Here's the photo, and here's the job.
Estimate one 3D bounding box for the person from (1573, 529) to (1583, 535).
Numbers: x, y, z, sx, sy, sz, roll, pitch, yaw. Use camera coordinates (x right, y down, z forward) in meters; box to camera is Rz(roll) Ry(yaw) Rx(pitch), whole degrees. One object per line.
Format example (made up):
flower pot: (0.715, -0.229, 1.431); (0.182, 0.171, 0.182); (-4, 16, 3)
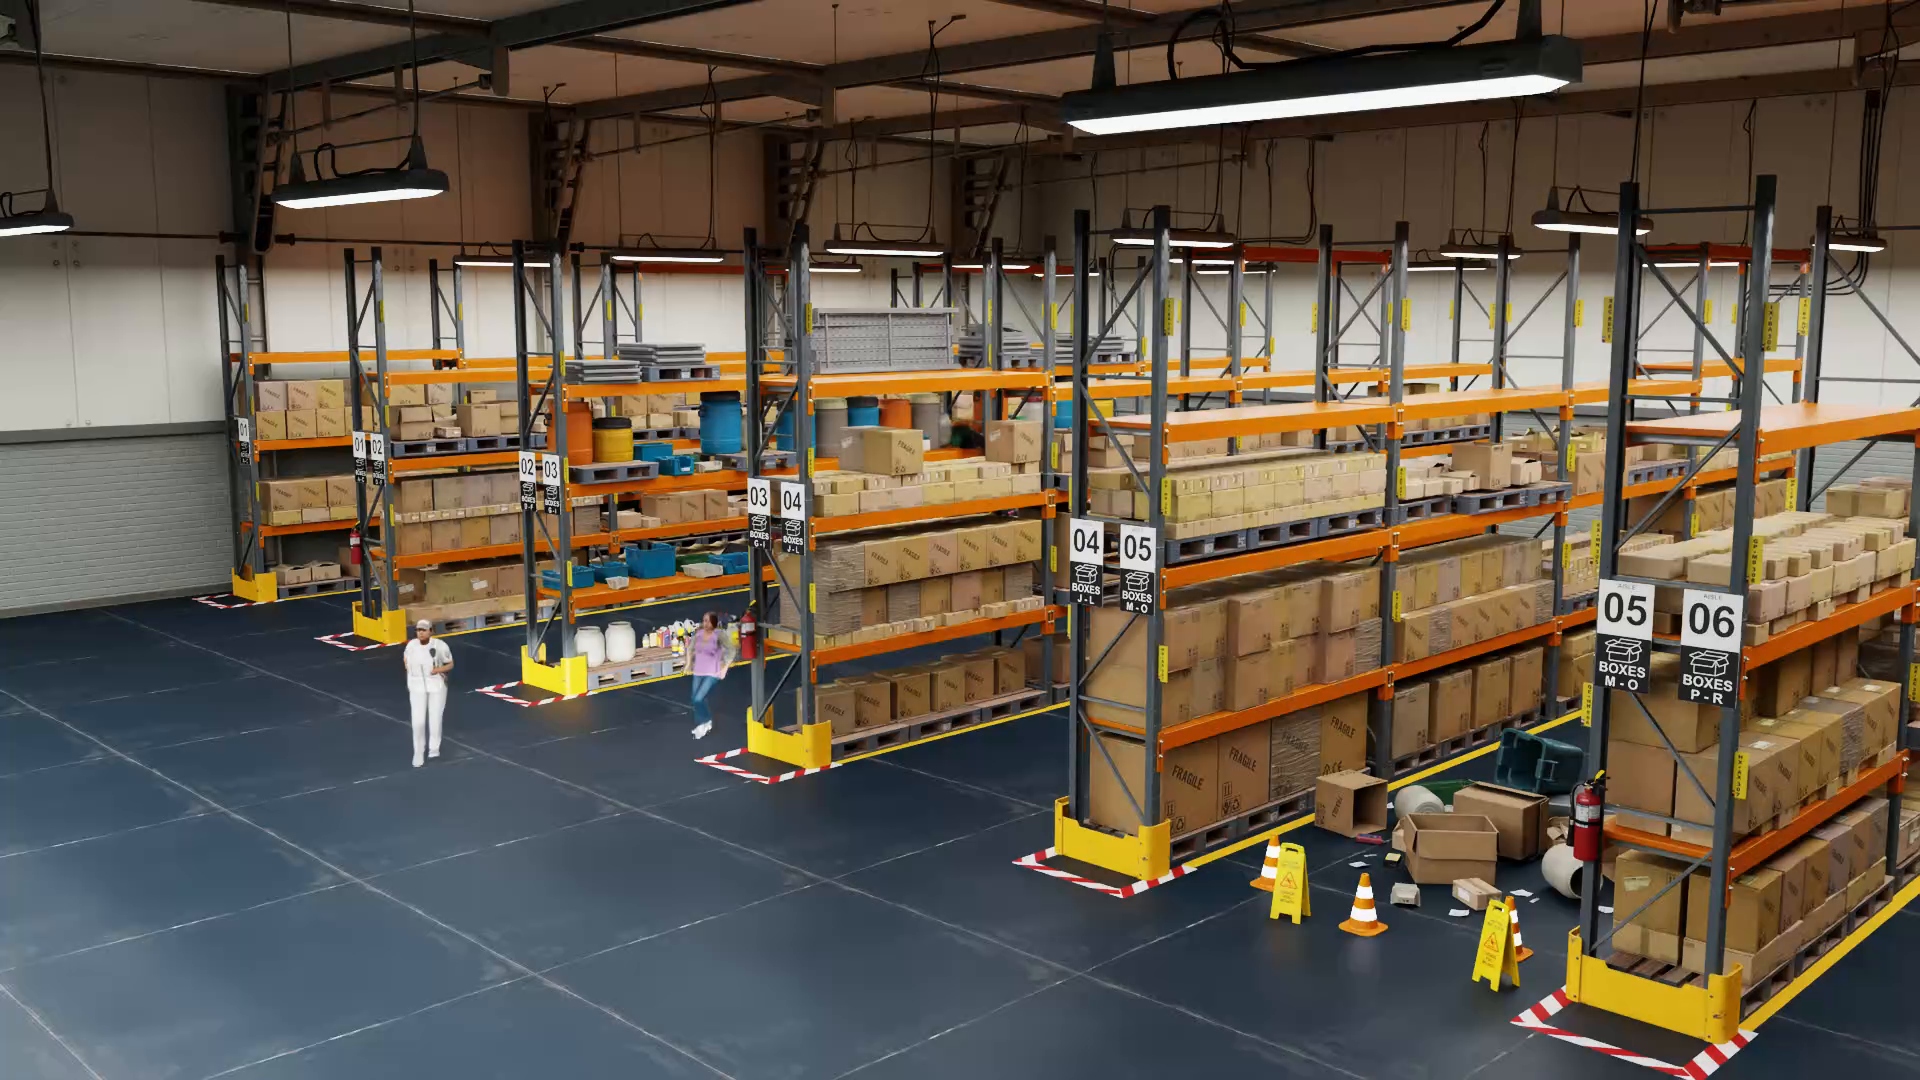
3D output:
person: (9.704, 0.651, 26.148); (0.624, 1.657, 0.931); (7, 11, 42)

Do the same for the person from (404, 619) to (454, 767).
person: (-5.983, 1.723, 18.736); (0.574, 1.704, 0.697); (-1, 8, -10)

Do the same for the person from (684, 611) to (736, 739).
person: (-3.002, 1.604, 19.755); (0.601, 1.545, 0.570); (4, 9, 27)
